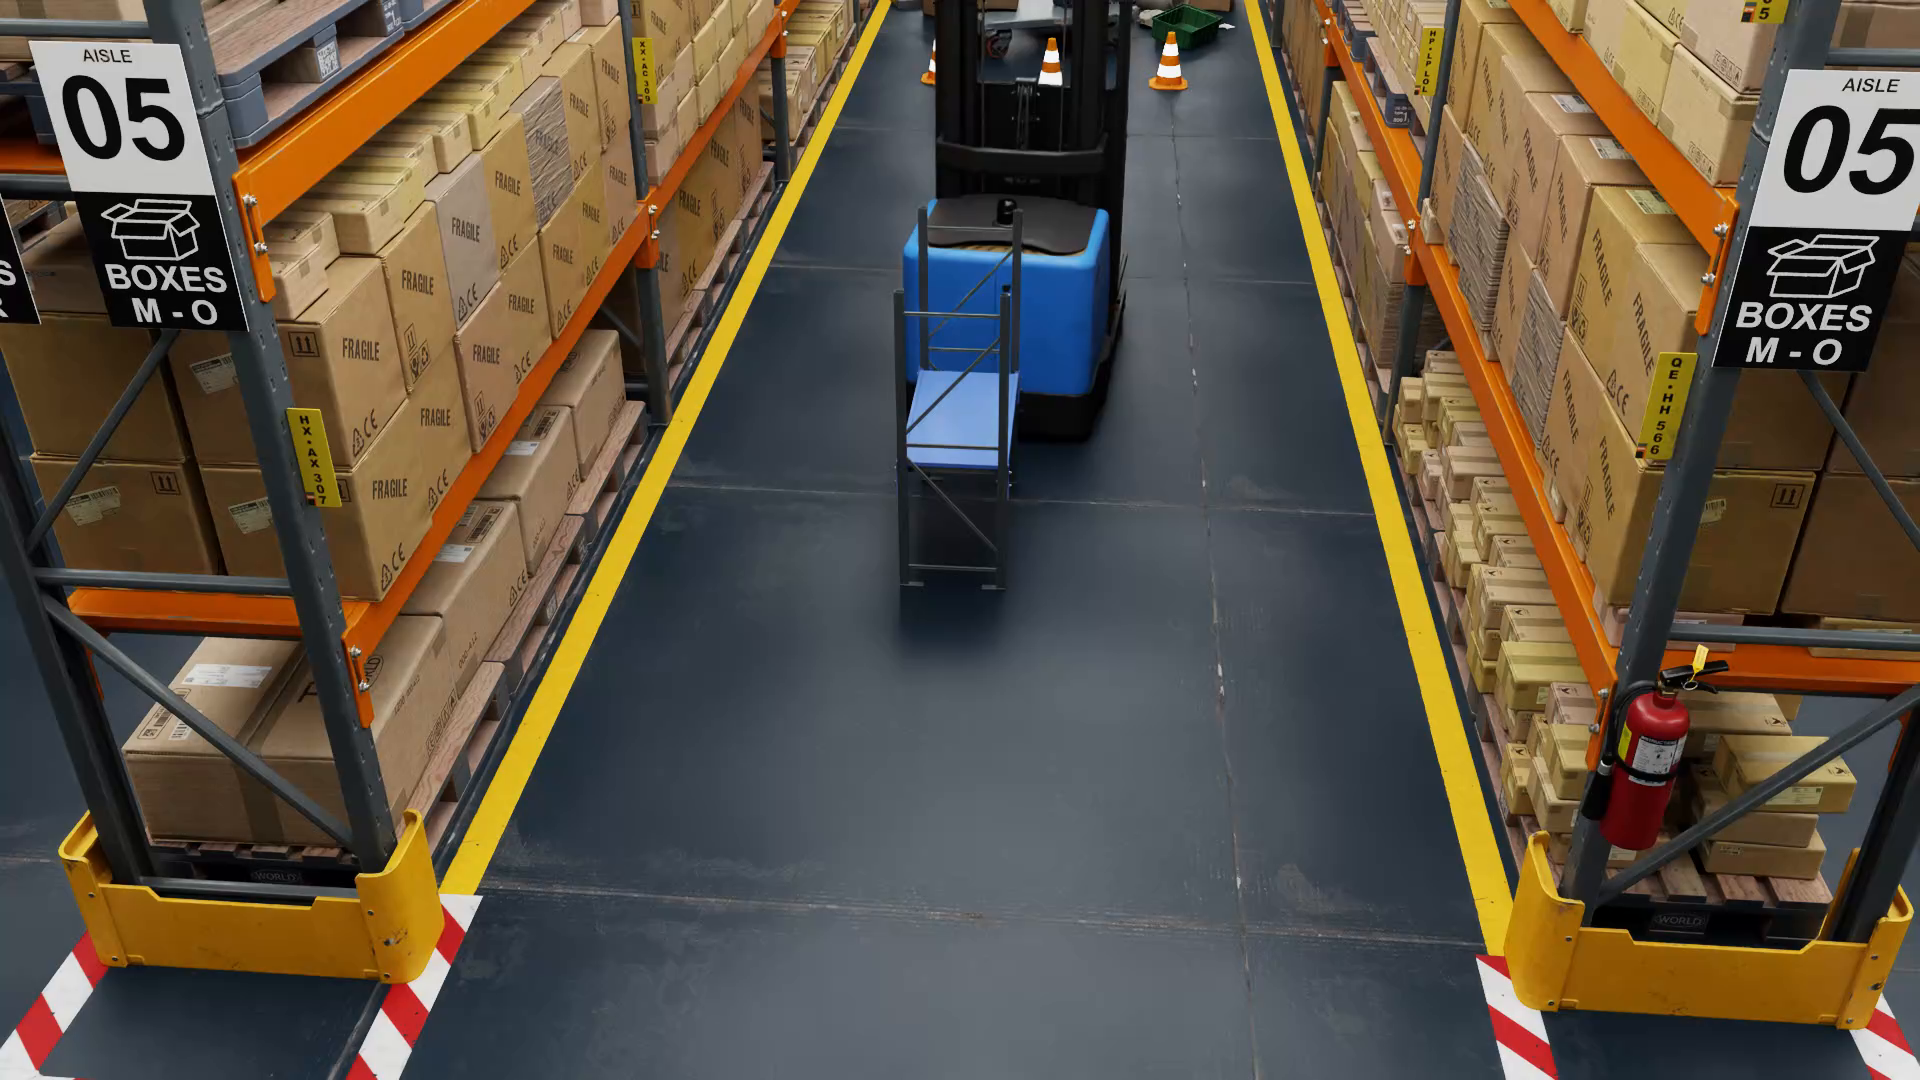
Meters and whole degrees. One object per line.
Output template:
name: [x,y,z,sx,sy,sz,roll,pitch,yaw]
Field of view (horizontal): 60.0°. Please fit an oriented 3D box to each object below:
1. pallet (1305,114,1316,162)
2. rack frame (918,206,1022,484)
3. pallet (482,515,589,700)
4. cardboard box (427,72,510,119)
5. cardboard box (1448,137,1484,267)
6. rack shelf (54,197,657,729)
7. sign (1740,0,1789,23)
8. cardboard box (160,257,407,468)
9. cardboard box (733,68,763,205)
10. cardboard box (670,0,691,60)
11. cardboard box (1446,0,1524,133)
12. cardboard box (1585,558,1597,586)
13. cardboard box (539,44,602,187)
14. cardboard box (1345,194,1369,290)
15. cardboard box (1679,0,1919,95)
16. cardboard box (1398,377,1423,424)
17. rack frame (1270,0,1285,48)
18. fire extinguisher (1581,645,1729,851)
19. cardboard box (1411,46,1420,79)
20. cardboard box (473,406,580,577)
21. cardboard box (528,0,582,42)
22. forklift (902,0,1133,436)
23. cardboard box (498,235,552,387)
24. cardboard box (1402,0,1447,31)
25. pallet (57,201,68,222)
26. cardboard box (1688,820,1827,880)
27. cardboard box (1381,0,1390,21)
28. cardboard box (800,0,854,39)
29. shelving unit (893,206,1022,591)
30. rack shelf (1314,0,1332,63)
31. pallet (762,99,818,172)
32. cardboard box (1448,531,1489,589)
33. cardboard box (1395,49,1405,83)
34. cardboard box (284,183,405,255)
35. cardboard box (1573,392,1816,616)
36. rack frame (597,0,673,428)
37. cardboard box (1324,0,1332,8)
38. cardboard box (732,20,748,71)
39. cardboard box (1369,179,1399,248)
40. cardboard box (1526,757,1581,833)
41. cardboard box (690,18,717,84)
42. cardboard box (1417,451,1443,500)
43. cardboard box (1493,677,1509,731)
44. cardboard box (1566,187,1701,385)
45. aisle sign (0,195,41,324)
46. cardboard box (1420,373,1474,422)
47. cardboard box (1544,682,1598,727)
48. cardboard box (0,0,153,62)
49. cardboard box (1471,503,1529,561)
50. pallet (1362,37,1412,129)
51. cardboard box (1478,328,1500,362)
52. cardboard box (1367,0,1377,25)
pallet: [3.286,-3.110,13.095,1.003,0.211,1.213,2,32,4]
rack frame: [0.048,-0.949,8.360,0.500,1.500,0.032,2,32,4]
pallet: [-2.358,0.266,7.617,1.003,0.211,1.213,2,32,4]
cardboard box: [-2.001,-1.730,6.531,0.380,0.149,0.250,2,32,4]
cardboard box: [2.496,-1.459,7.379,0.500,0.500,0.500,2,32,4]
rack shelf: [-2.284,-0.603,7.055,1.077,0.370,4.000,2,32,4]
sign: [1.944,-1.393,3.948,0.100,0.325,0.005,2,32,4]
cardboard box: [-2.124,-0.571,5.269,0.500,0.500,0.500,2,32,3]
cardboard box: [-1.934,-2.963,11.824,0.875,0.875,0.875,2,32,4]
cardboard box: [-1.785,-2.908,9.062,0.500,0.500,0.500,2,32,4]
cardboard box: [2.541,-2.166,7.574,0.500,0.500,0.500,3,32,5]
cardboard box: [2.298,0.091,5.483,0.380,0.149,0.250,2,32,4]
cardboard box: [-1.934,-1.900,7.425,0.500,0.500,0.500,2,32,3]
cardboard box: [2.718,-1.845,10.367,0.500,0.500,0.500,2,32,3]
cardboard box: [2.279,-1.383,4.442,0.500,0.250,0.500,2,32,2]
cardboard box: [2.472,-0.712,8.580,0.380,0.149,0.250,4,32,6]
rack frame: [3.472,-5.980,15.094,1.000,3.000,0.127,2,32,4]
fire extinguisher: [2.015,0.599,4.849,0.296,0.674,0.183,2,32,4]
cardboard box: [2.718,-2.622,9.201,0.380,0.149,0.250,1,32,2]
cardboard box: [-2.351,-0.251,7.841,0.875,0.438,0.875,2,32,3]
cardboard box: [-1.958,-2.392,7.605,0.380,0.149,0.250,3,32,5]
forklift: [0.445,-2.573,9.631,1.130,2.935,3.031,5,32,8]
cardboard box: [-2.024,-0.938,6.818,0.500,0.500,0.500,3,32,6]
cardboard box: [2.766,-3.021,9.566,0.380,0.149,0.250,1,32,2]
pallet: [-6.841,-2.681,12.399,1.003,0.211,1.213,2,32,4]
cardboard box: [2.857,1.070,5.972,0.380,0.149,0.250,3,32,5]
cardboard box: [2.827,-3.299,10.299,0.380,0.149,0.250,3,32,4]
cardboard box: [-1.510,-4.924,15.486,0.950,0.372,0.625,3,32,5]
shelving unit: [0.007,-0.683,7.929,0.538,1.500,1.048,2,32,4]
rack shelf: [3.309,-4.628,13.586,1.077,0.370,4.000,2,32,4]
pallet: [-1.730,-3.268,13.352,1.003,0.211,1.213,2,32,4]
cardboard box: [2.358,0.094,7.273,0.380,0.149,0.250,3,32,4]
cardboard box: [2.759,-2.766,9.718,0.380,0.149,0.250,4,32,6]
cardboard box: [-2.056,-1.053,5.433,0.380,0.149,0.250,3,32,6]
cardboard box: [2.275,-0.120,5.207,0.500,0.500,0.500,3,32,5]
rack frame: [-2.121,-1.955,8.564,1.000,3.000,0.127,2,32,4]
cardboard box: [2.916,-4.178,12.075,0.500,0.500,0.500,2,32,4]
cardboard box: [-1.661,-3.177,10.689,0.500,0.250,0.500,2,32,3]
cardboard box: [2.685,-1.899,9.740,0.500,0.250,0.500,4,32,6]
cardboard box: [2.254,0.915,5.940,0.380,0.149,0.250,2,32,3]
cardboard box: [-1.722,-2.859,9.696,0.500,0.250,0.500,3,32,5]
cardboard box: [2.481,-0.314,8.217,0.380,0.149,0.250,2,32,4]
cardboard box: [2.365,0.643,6.665,0.380,0.149,0.250,3,32,4]
cardboard box: [2.326,-0.815,5.381,0.500,0.500,0.500,1,32,2]
aisle sign: [-2.761,-0.946,4.448,0.394,0.787,0.004,2,32,4]
cardboard box: [2.505,-0.702,8.280,0.380,0.149,0.250,4,32,6]
cardboard box: [2.363,0.660,6.070,0.380,0.149,0.250,3,32,5]
cardboard box: [-2.500,-1.537,4.674,0.500,0.250,0.500,0,32,-1]
cardboard box: [2.434,-0.028,7.186,0.380,0.149,0.250,3,32,4]
pallet: [3.026,-2.770,10.068,1.003,0.211,1.213,2,32,4]
cardboard box: [2.413,-0.865,7.034,0.380,0.149,0.250,4,32,6]
cardboard box: [2.865,-3.453,10.834,0.380,0.149,0.250,4,32,6]
